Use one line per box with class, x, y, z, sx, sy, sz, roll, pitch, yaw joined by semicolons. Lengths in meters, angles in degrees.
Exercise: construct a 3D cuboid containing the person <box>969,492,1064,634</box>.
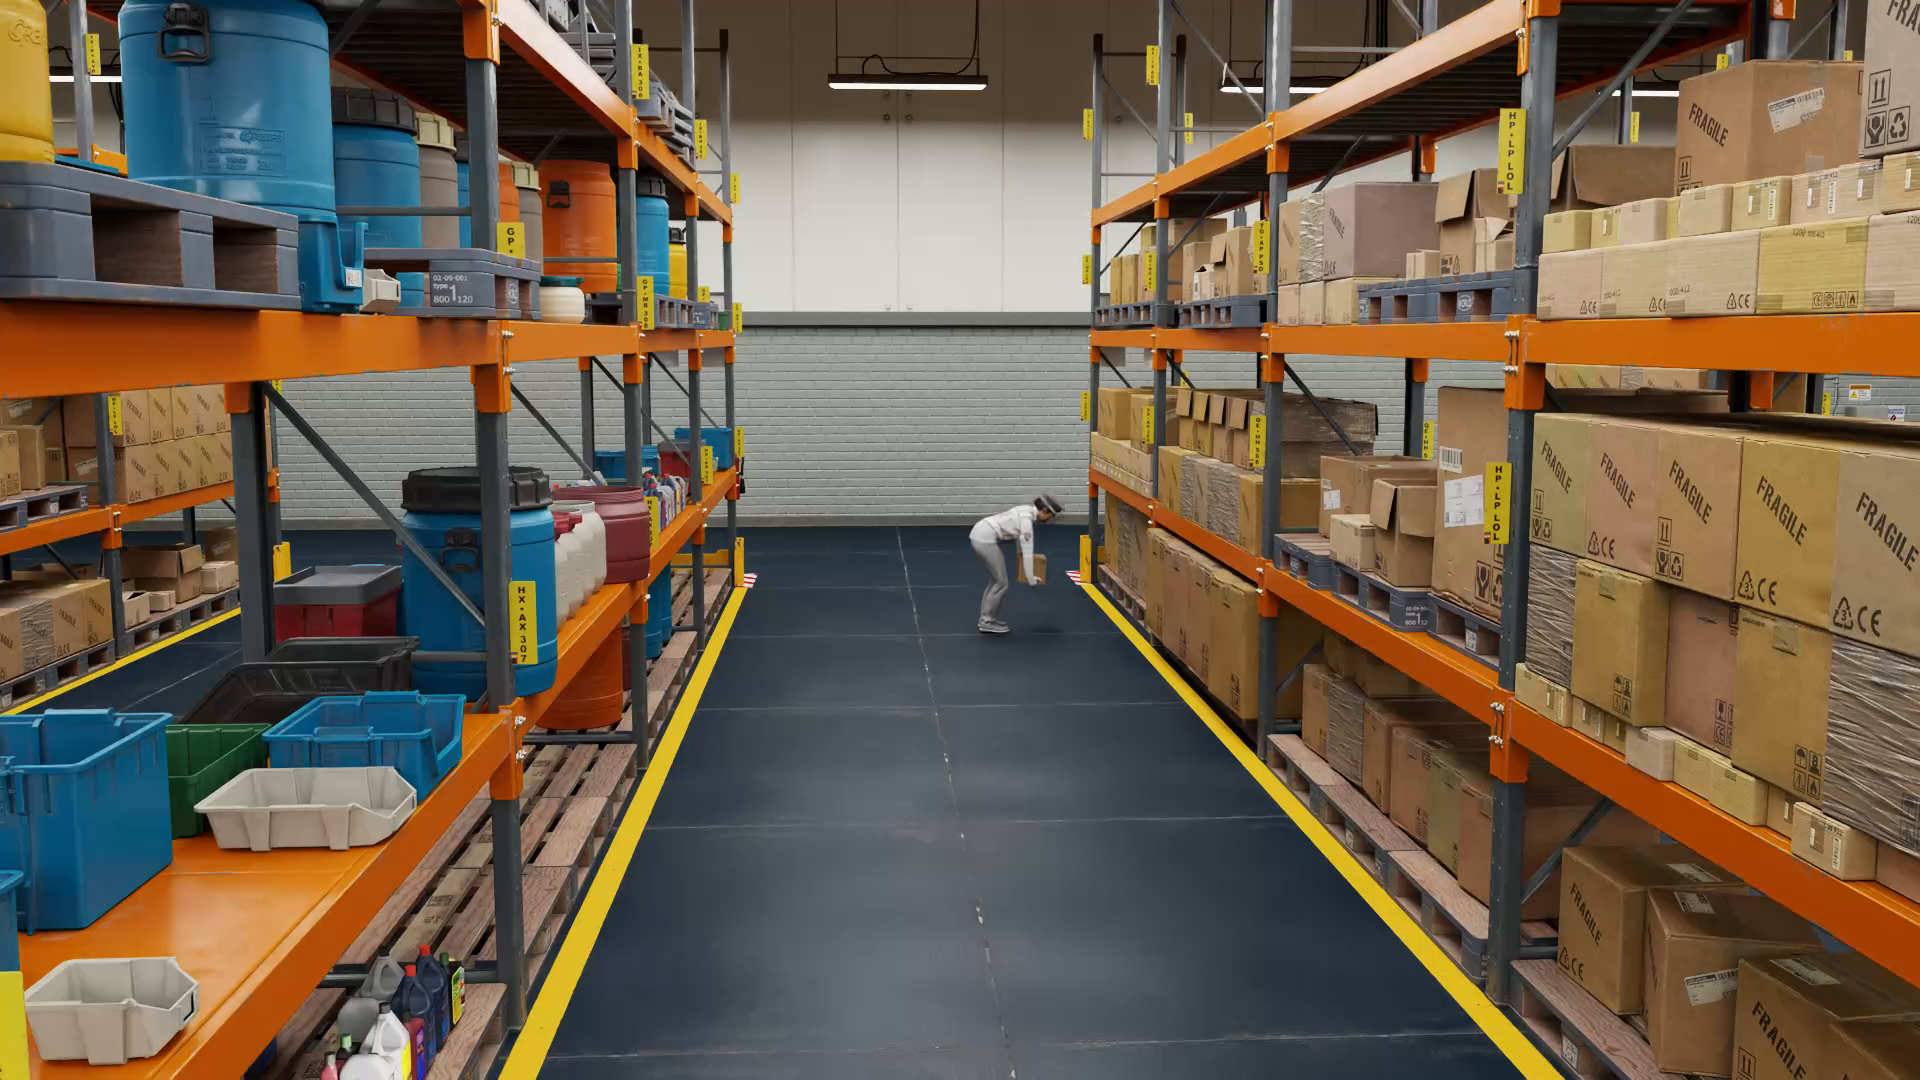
person;0.534;0.203;15.591;0.887;1.306;0.412;-1;7;-5
